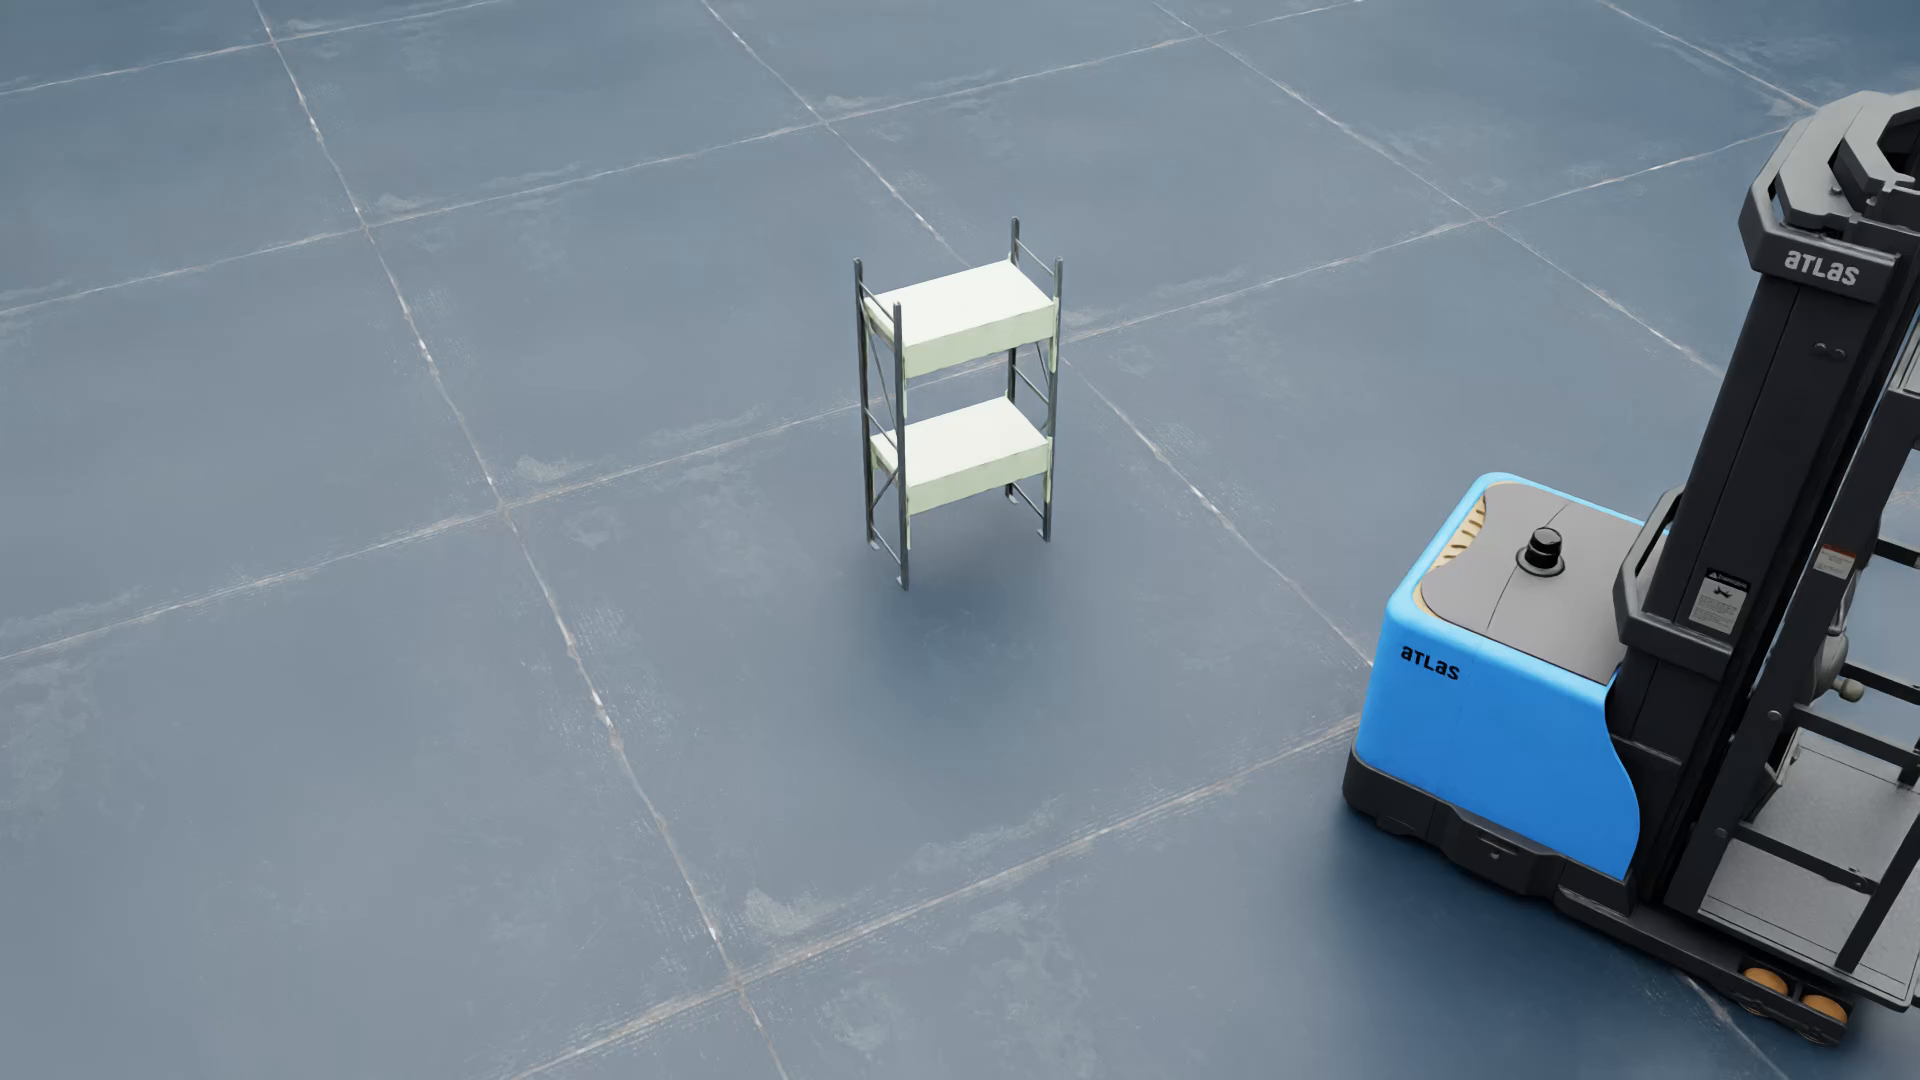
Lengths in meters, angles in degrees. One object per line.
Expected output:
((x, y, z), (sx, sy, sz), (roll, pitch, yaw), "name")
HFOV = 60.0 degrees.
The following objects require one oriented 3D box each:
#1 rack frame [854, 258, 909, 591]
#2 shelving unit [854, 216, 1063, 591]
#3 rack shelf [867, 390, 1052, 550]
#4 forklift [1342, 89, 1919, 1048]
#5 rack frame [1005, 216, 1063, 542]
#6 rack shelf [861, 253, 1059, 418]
((-0.331, -0.461, 7.123), (0.023, 1.500, 0.400), (-19, 44, -21), "rack frame")
((-0.006, -0.570, 7.252), (0.755, 1.500, 0.431), (-19, 44, -21), "shelving unit")
((-0.006, -0.322, 7.463), (0.720, 0.370, 0.431), (-19, 44, -21), "rack shelf")
((2.991, 0.211, 5.221), (3.031, 2.935, 1.130), (24, 46, 26), "forklift")
((0.319, -0.680, 7.381), (0.023, 1.500, 0.400), (-19, 44, -21), "rack frame")
((-0.006, -0.868, 7.000), (0.720, 0.370, 0.431), (-19, 44, -21), "rack shelf")
